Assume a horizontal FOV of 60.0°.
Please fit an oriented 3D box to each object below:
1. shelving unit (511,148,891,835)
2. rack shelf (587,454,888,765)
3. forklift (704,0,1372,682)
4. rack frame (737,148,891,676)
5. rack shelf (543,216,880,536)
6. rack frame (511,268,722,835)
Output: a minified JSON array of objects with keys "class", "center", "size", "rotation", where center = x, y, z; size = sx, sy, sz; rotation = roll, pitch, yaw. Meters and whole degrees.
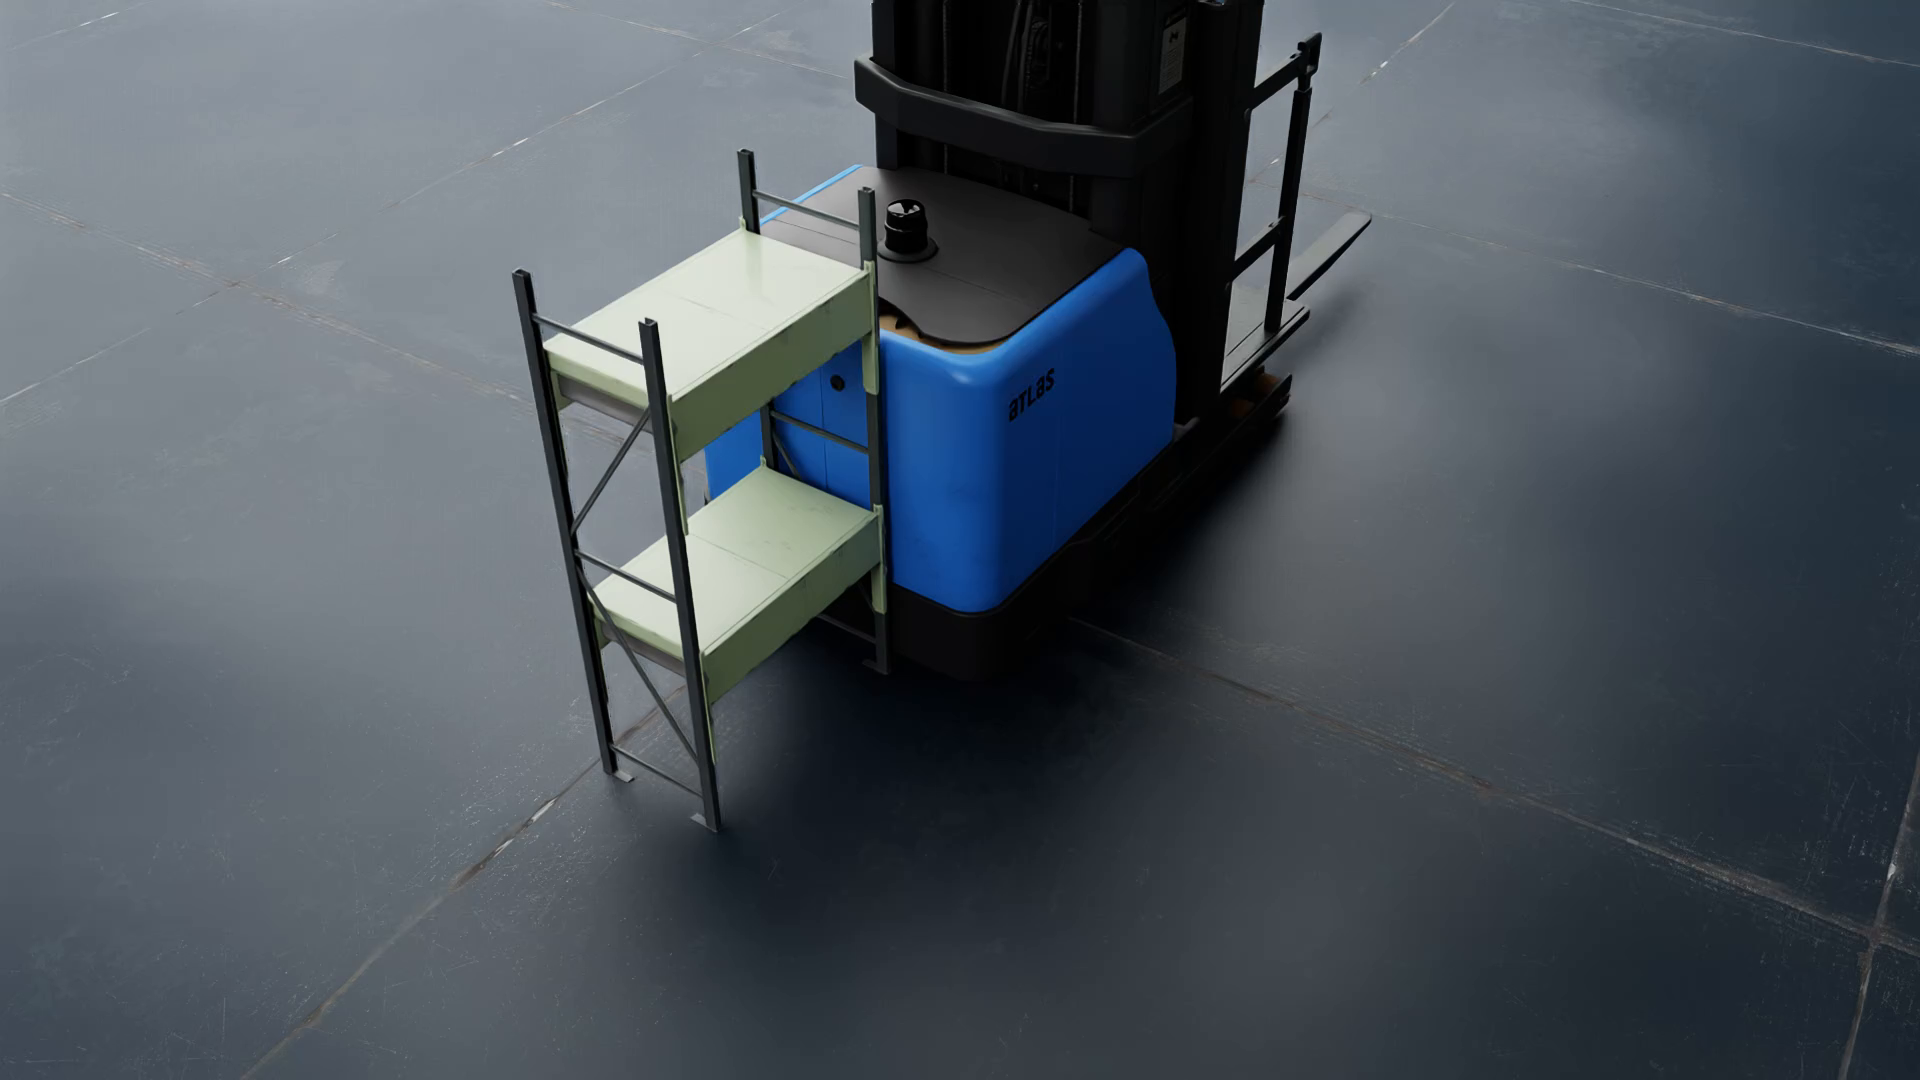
[{"class":"shelving unit","center":[-0.575,-0.096,4.146],"size":[0.431,1.500,0.755],"rotation":[23,43,27]},{"class":"rack shelf","center":[-0.575,0.162,4.346],"size":[0.431,0.370,0.720],"rotation":[23,43,27]},{"class":"forklift","center":[0.491,-1.626,4.958],"size":[1.130,2.935,3.031],"rotation":[23,43,27]},{"class":"rack frame","center":[-0.367,-0.280,4.385],"size":[0.400,1.500,0.023],"rotation":[23,43,27]},{"class":"rack shelf","center":[-0.575,-0.405,3.908],"size":[0.431,0.370,0.720],"rotation":[23,43,27]},{"class":"rack frame","center":[-0.783,0.088,3.908],"size":[0.400,1.500,0.023],"rotation":[23,43,27]}]
